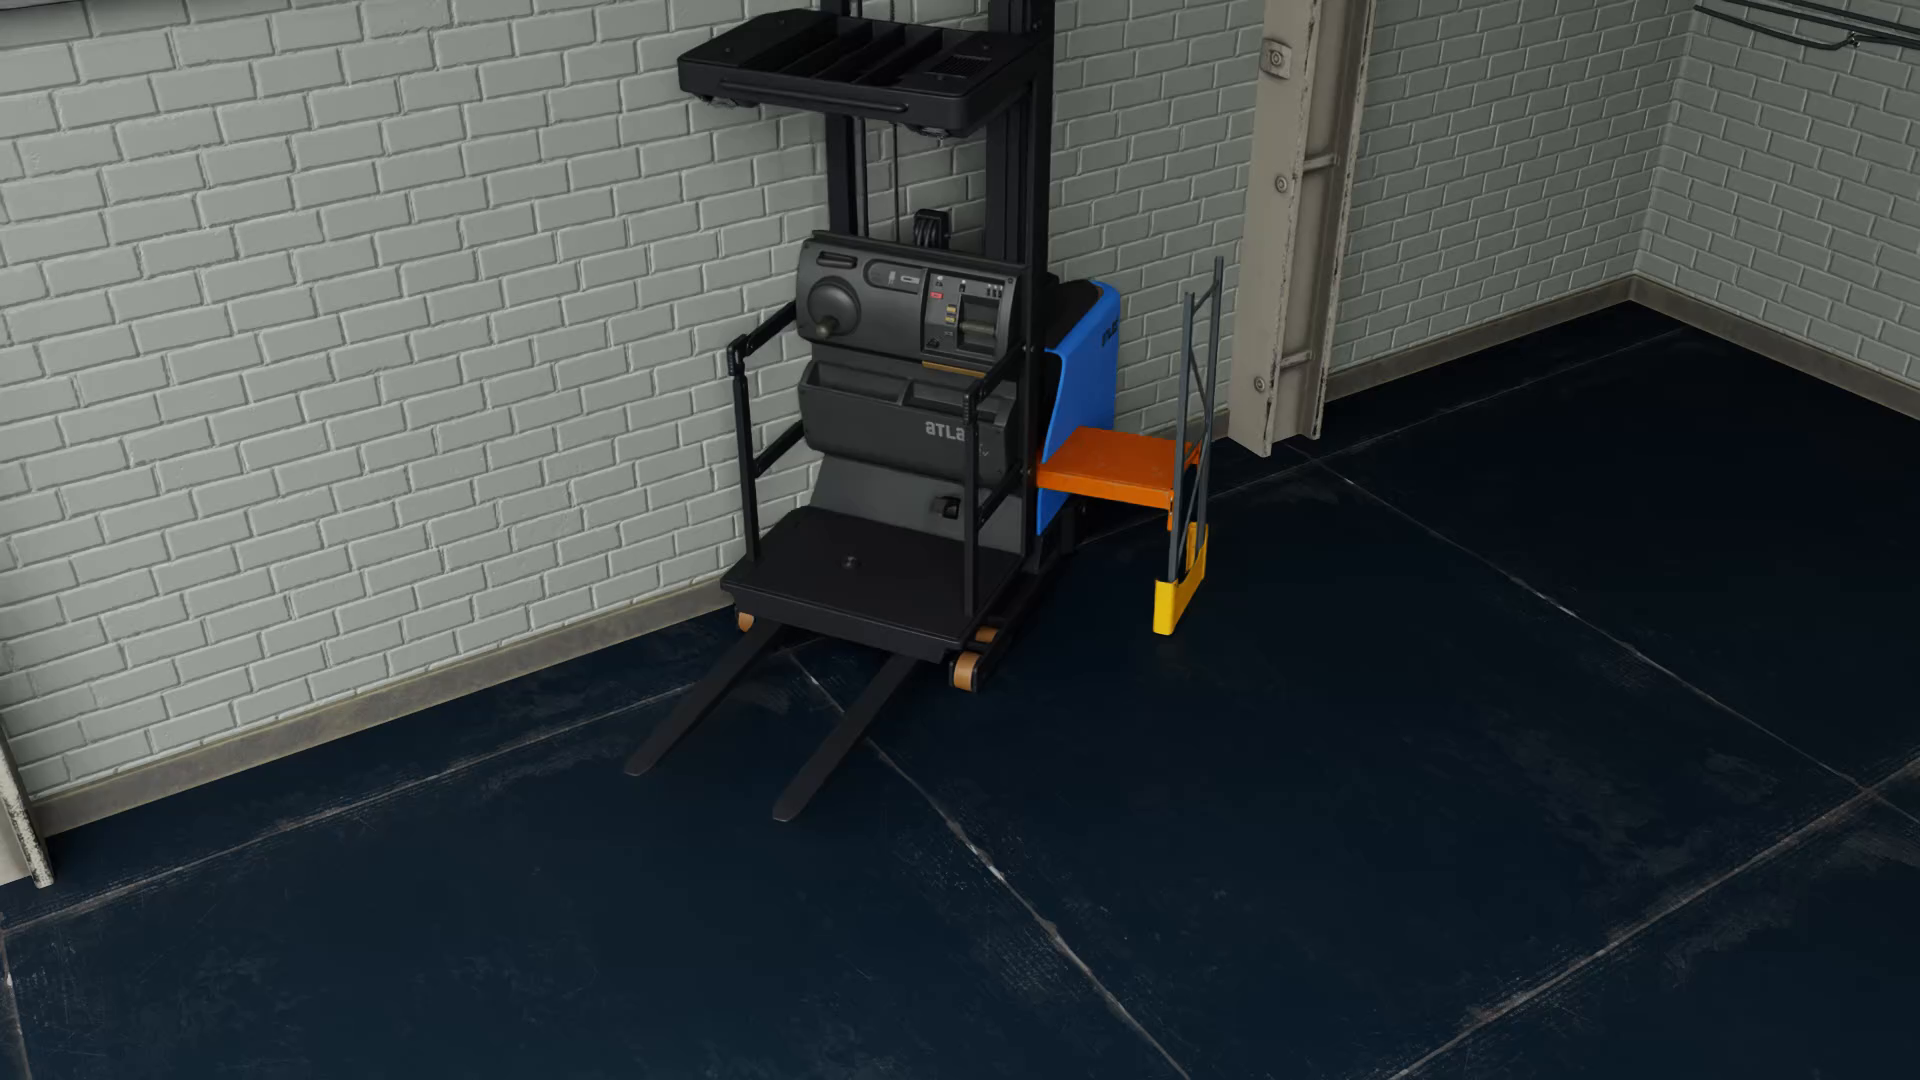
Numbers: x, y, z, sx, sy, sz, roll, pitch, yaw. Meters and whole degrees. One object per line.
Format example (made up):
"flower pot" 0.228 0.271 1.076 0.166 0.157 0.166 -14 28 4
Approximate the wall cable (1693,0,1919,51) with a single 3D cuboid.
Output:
"wall cable" 4.808 -3.294 7.447 0.112 2.526 3.097 -19 37 -27

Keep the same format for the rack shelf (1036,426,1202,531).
"rack shelf" 0.507 -0.316 7.196 1.000 0.185 0.538 10 30 20

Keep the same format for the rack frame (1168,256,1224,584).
"rack frame" 0.976 -0.388 6.939 0.032 1.500 0.500 10 30 20

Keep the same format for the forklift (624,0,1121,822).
"forklift" -0.304 -0.883 6.402 1.130 2.935 3.031 13 35 20

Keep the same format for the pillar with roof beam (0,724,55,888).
"pillar with roof beam" -1.095 -0.683 0.399 0.400 9.000 9.100 -19 37 -27

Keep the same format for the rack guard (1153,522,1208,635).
"rack guard" 0.963 0.161 7.239 0.087 0.250 0.587 10 30 20

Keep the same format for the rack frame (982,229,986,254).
"rack frame" 0.035 -0.562 7.283 0.032 1.500 0.500 10 30 20

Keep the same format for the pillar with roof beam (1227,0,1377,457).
"pillar with roof beam" 3.948 -2.418 3.148 0.400 9.000 9.100 -19 37 -27

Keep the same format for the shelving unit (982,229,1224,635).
"shelving unit" 0.497 -0.477 7.114 1.083 1.500 0.587 10 30 20
